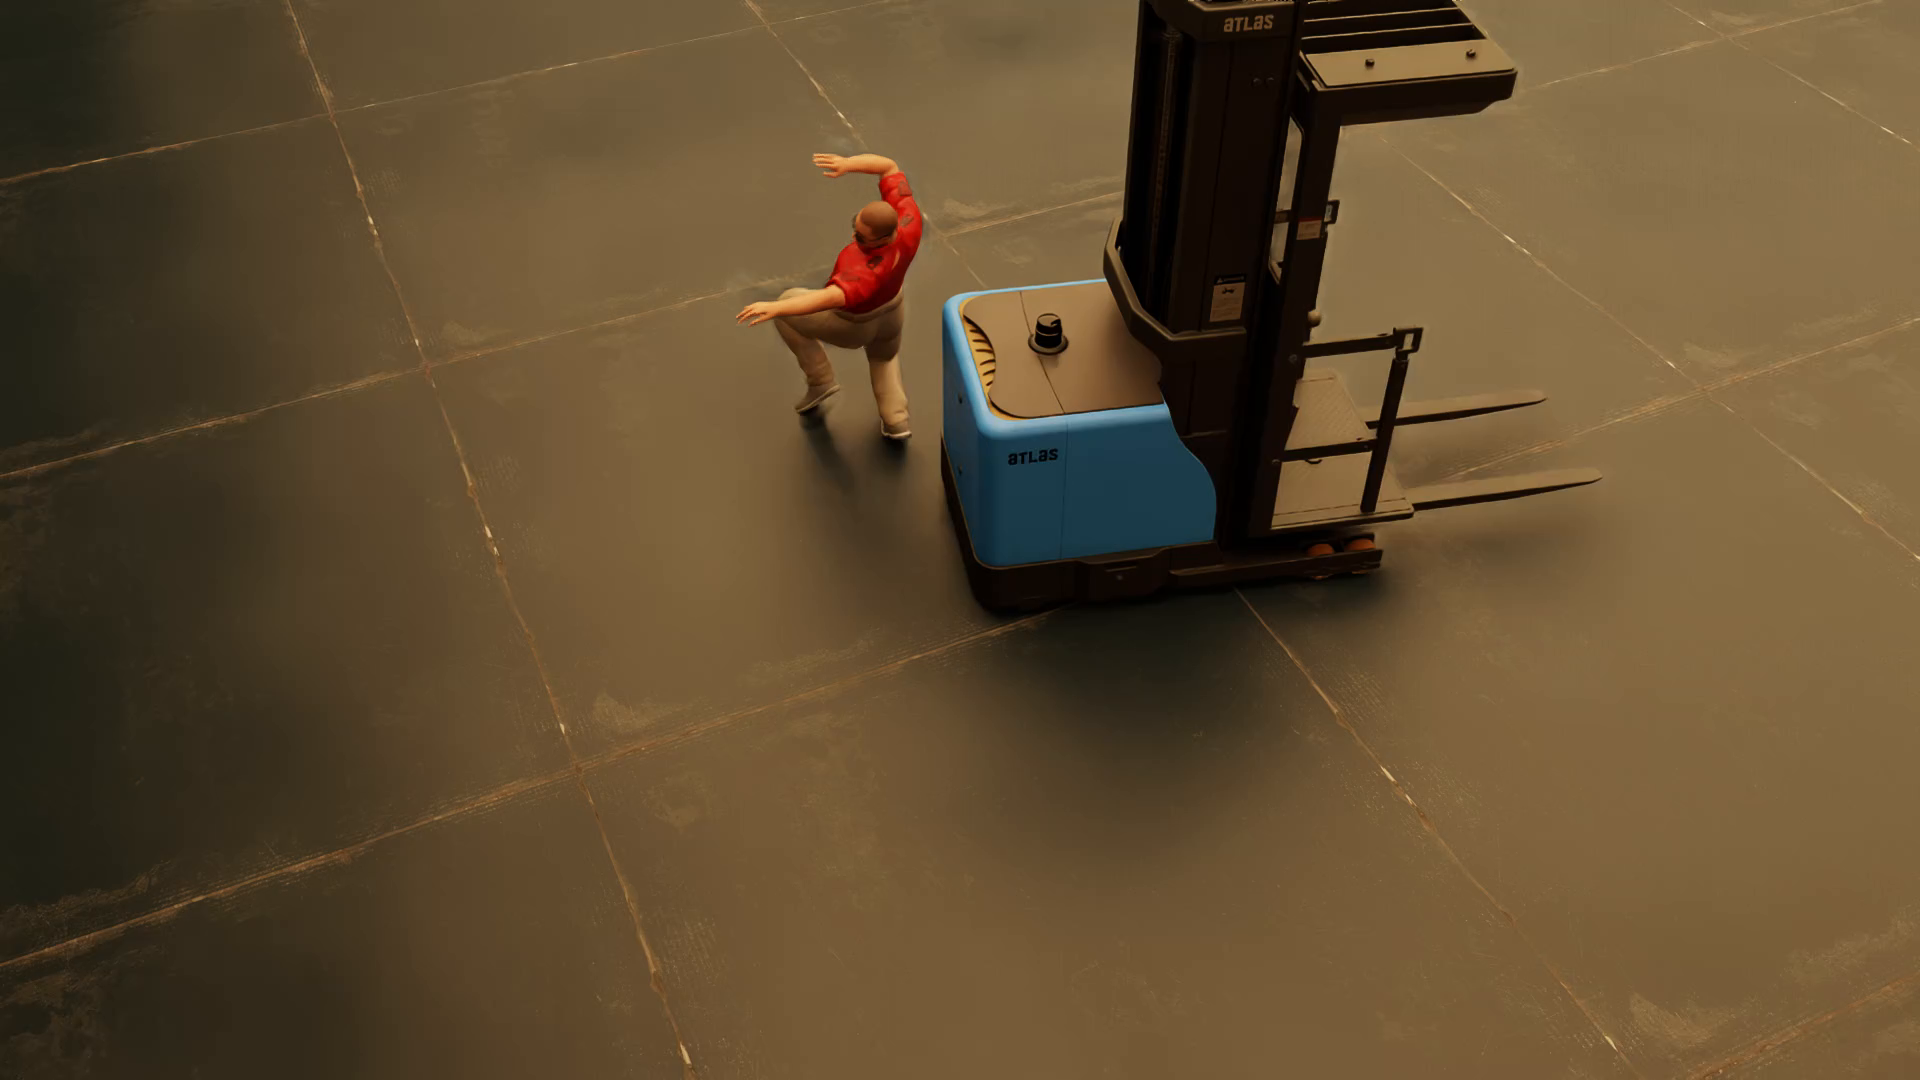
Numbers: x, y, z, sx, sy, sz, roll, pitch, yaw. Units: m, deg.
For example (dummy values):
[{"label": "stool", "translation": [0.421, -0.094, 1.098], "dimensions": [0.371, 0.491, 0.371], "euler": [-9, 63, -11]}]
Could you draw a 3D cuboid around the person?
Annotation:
[{"label": "person", "translation": [-0.719, -1.055, 7.852], "dimensions": [1.108, 1.602, 0.859], "euler": [-29, 50, -27]}]

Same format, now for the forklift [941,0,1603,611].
[{"label": "forklift", "translation": [1.475, -1.242, 7.011], "dimensions": [3.031, 2.935, 1.130], "euler": [-7, 43, -7]}]
